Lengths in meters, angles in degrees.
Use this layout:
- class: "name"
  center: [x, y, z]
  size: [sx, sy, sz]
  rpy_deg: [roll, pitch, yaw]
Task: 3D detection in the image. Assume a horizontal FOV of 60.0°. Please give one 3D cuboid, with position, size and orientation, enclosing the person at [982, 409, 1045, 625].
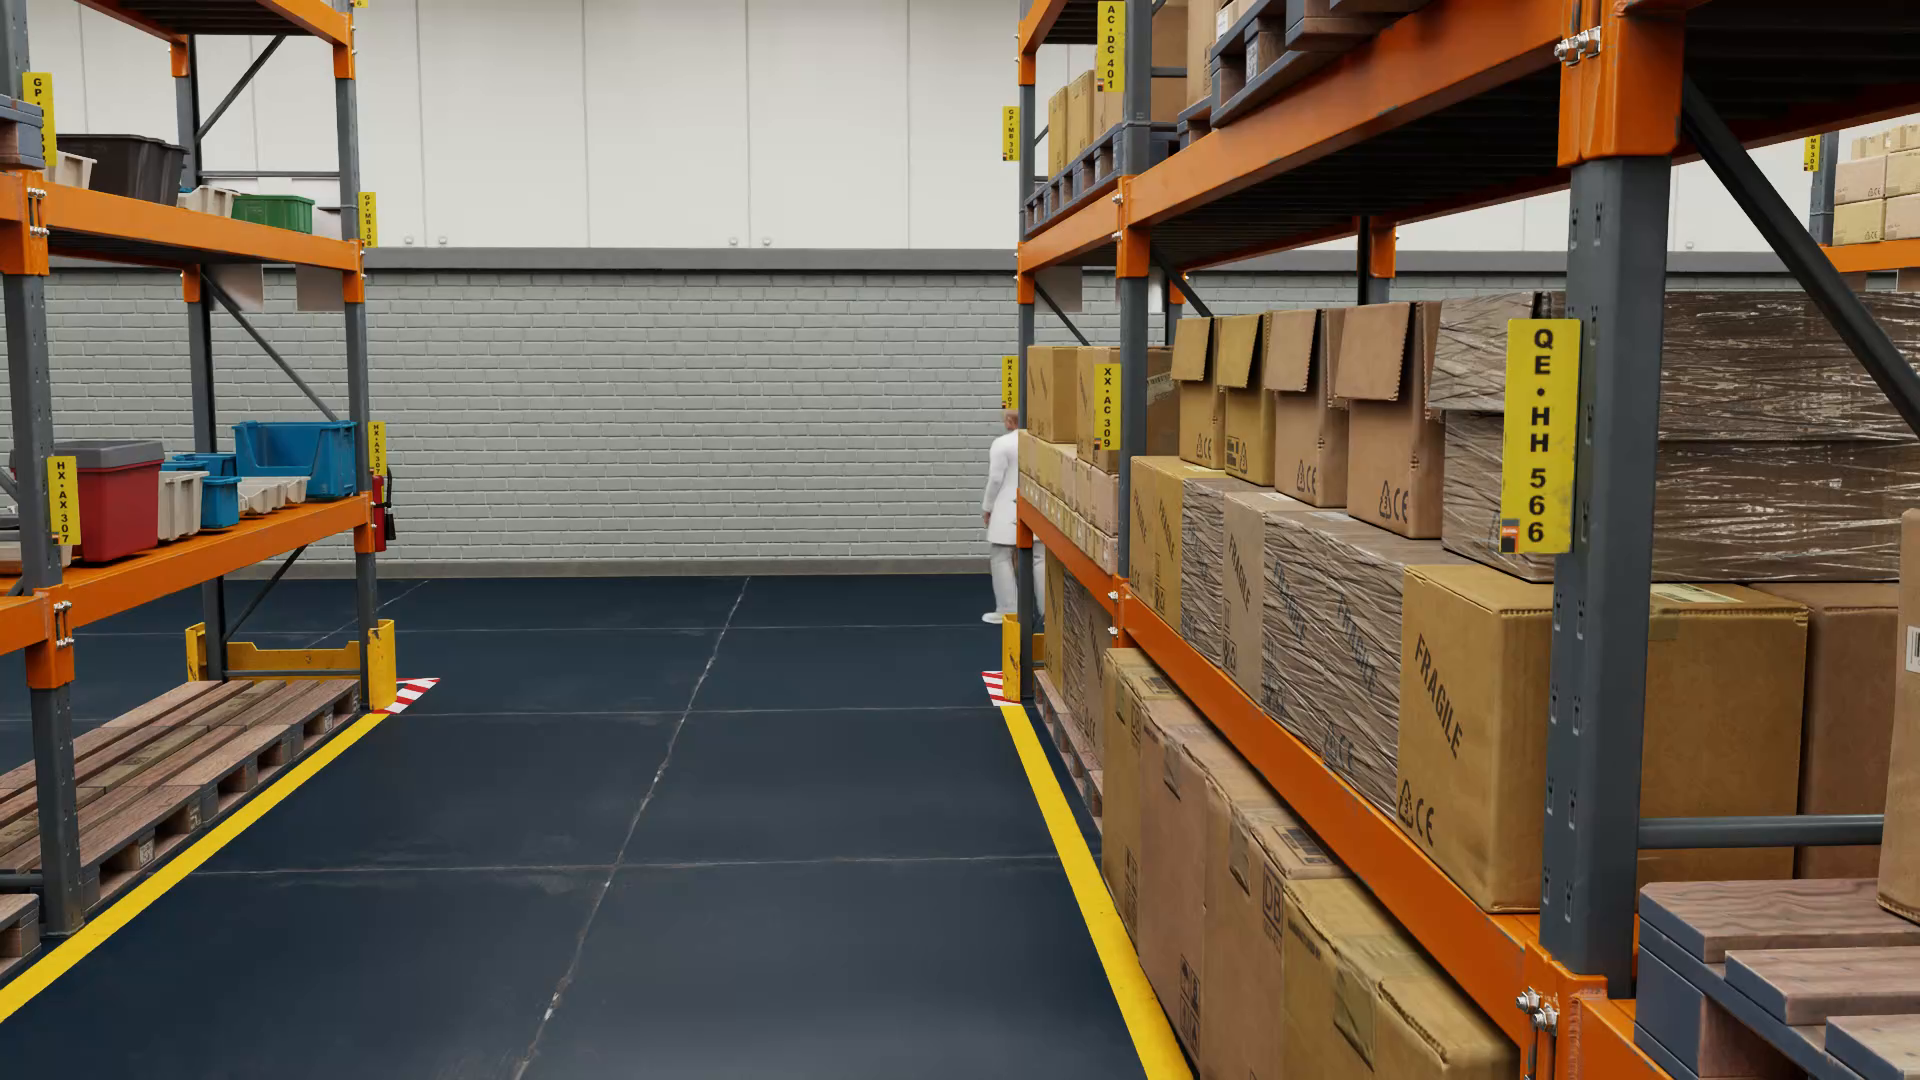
- class: "person"
  center: [0.488, -0.157, 13.096]
  size: [0.650, 1.668, 0.507]
  rpy_deg: [-3, 8, -27]
